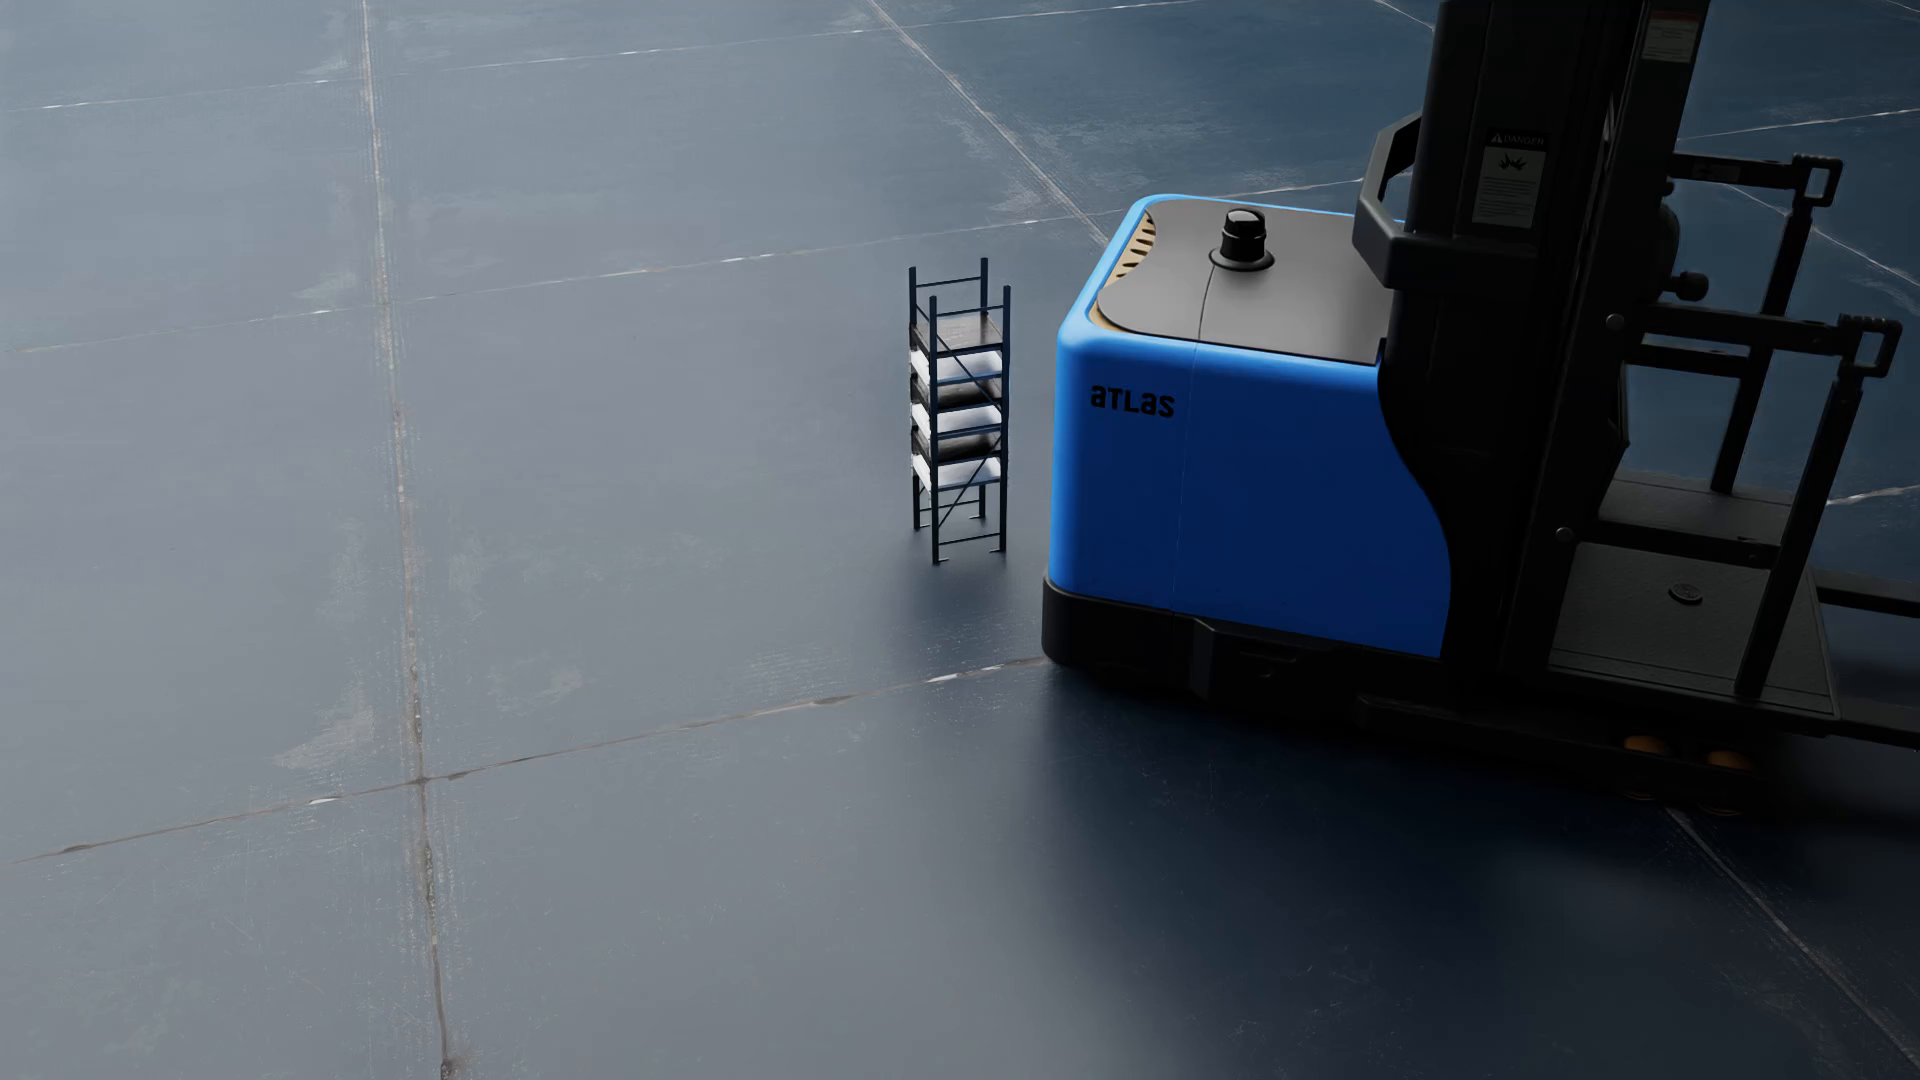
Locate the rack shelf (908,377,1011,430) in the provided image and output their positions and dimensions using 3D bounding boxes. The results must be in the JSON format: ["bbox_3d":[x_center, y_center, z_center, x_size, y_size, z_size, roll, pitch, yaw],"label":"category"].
[{"bbox_3d":[-0.002,-0.427,4.977,0.258,0.077,0.200,-10,35,-15],"label":"rack shelf"}]

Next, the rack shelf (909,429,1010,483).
[{"bbox_3d":[-0.002,-0.277,5.076,0.258,0.077,0.200,-10,35,-15],"label":"rack shelf"}]

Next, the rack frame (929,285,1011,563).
[{"bbox_3d":[0.029,-0.326,4.928,0.240,0.900,0.006,-10,35,-15],"label":"rack frame"}]

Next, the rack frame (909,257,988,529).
[{"bbox_3d":[-0.033,-0.433,5.089,0.240,0.900,0.006,-10,35,-15],"label":"rack frame"}]

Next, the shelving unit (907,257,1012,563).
[{"bbox_3d":[-0.002,-0.380,5.008,0.258,0.900,0.210,-10,35,-15],"label":"shelving unit"}]

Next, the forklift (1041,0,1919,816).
[{"bbox_3d":[1.804,-0.855,3.886,3.031,2.935,1.130,10,35,14],"label":"forklift"}]

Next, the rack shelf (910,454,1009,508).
[{"bbox_3d":[-0.002,-0.202,5.126,0.258,0.077,0.200,-10,35,-15],"label":"rack shelf"}]

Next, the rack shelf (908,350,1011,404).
[{"bbox_3d":[-0.002,-0.502,4.928,0.258,0.077,0.200,-10,35,-15],"label":"rack shelf"}]

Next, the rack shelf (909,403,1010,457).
[{"bbox_3d":[-0.002,-0.352,5.027,0.258,0.077,0.200,-10,35,-15],"label":"rack shelf"}]

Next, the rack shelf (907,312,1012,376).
[{"bbox_3d":[-0.002,-0.577,4.878,0.258,0.077,0.200,-10,35,-15],"label":"rack shelf"}]
